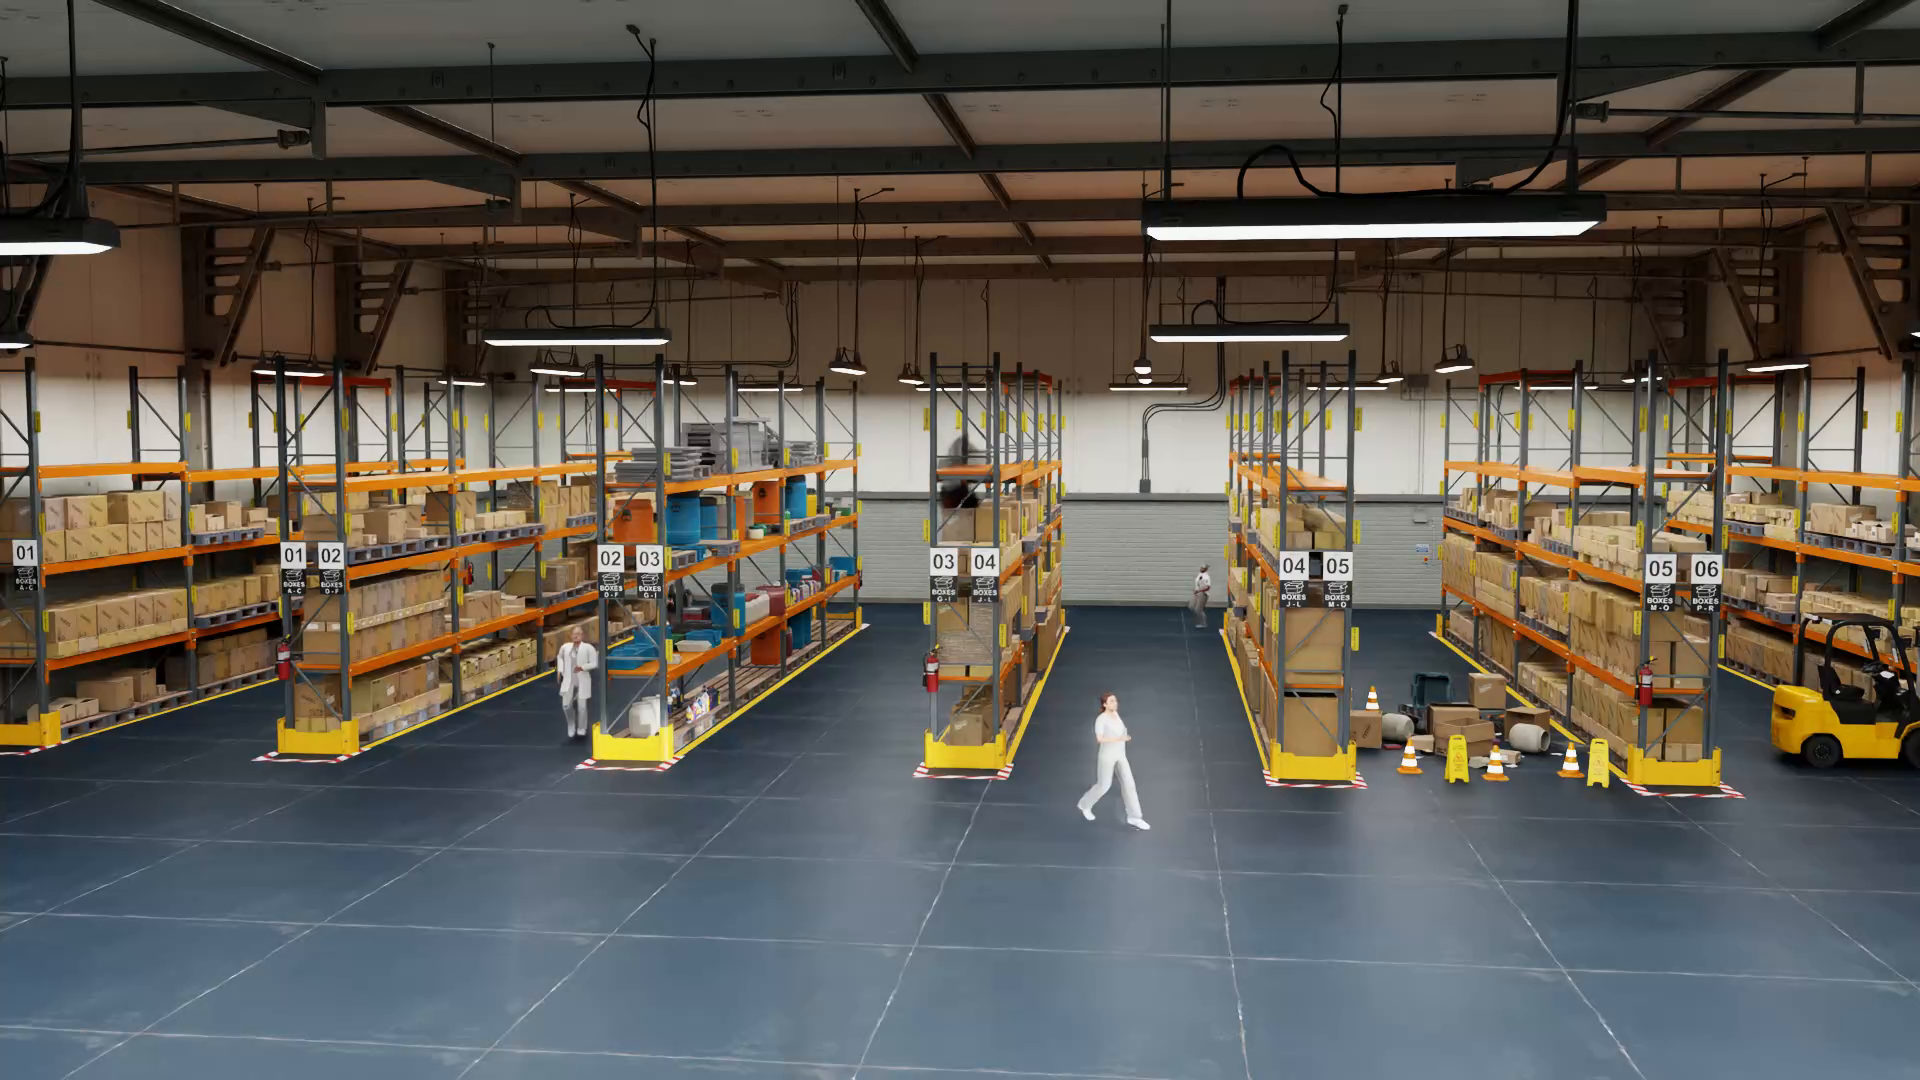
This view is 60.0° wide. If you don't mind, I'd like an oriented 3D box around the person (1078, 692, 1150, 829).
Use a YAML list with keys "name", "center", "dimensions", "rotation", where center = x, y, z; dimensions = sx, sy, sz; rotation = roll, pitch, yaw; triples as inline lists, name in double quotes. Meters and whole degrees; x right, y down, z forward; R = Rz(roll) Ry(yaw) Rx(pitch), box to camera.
- name: "person"
  center: [1.904, 2.694, 20.554]
  dimensions: [0.574, 1.640, 1.027]
  rotation: [-4, 6, -43]

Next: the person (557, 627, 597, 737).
- name: "person"
  center: [-6.077, 2.257, 26.303]
  dimensions: [0.685, 1.747, 0.712]
  rotation: [0, 4, 0]

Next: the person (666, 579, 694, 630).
- name: "person"
  center: [-6.141, 1.593, 36.140]
  dimensions: [0.628, 1.722, 0.694]
  rotation: [0, 4, 1]

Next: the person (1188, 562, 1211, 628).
- name: "person"
  center: [5.832, 1.335, 40.332]
  dimensions: [0.477, 1.635, 0.612]
  rotation: [-1, 4, -19]
